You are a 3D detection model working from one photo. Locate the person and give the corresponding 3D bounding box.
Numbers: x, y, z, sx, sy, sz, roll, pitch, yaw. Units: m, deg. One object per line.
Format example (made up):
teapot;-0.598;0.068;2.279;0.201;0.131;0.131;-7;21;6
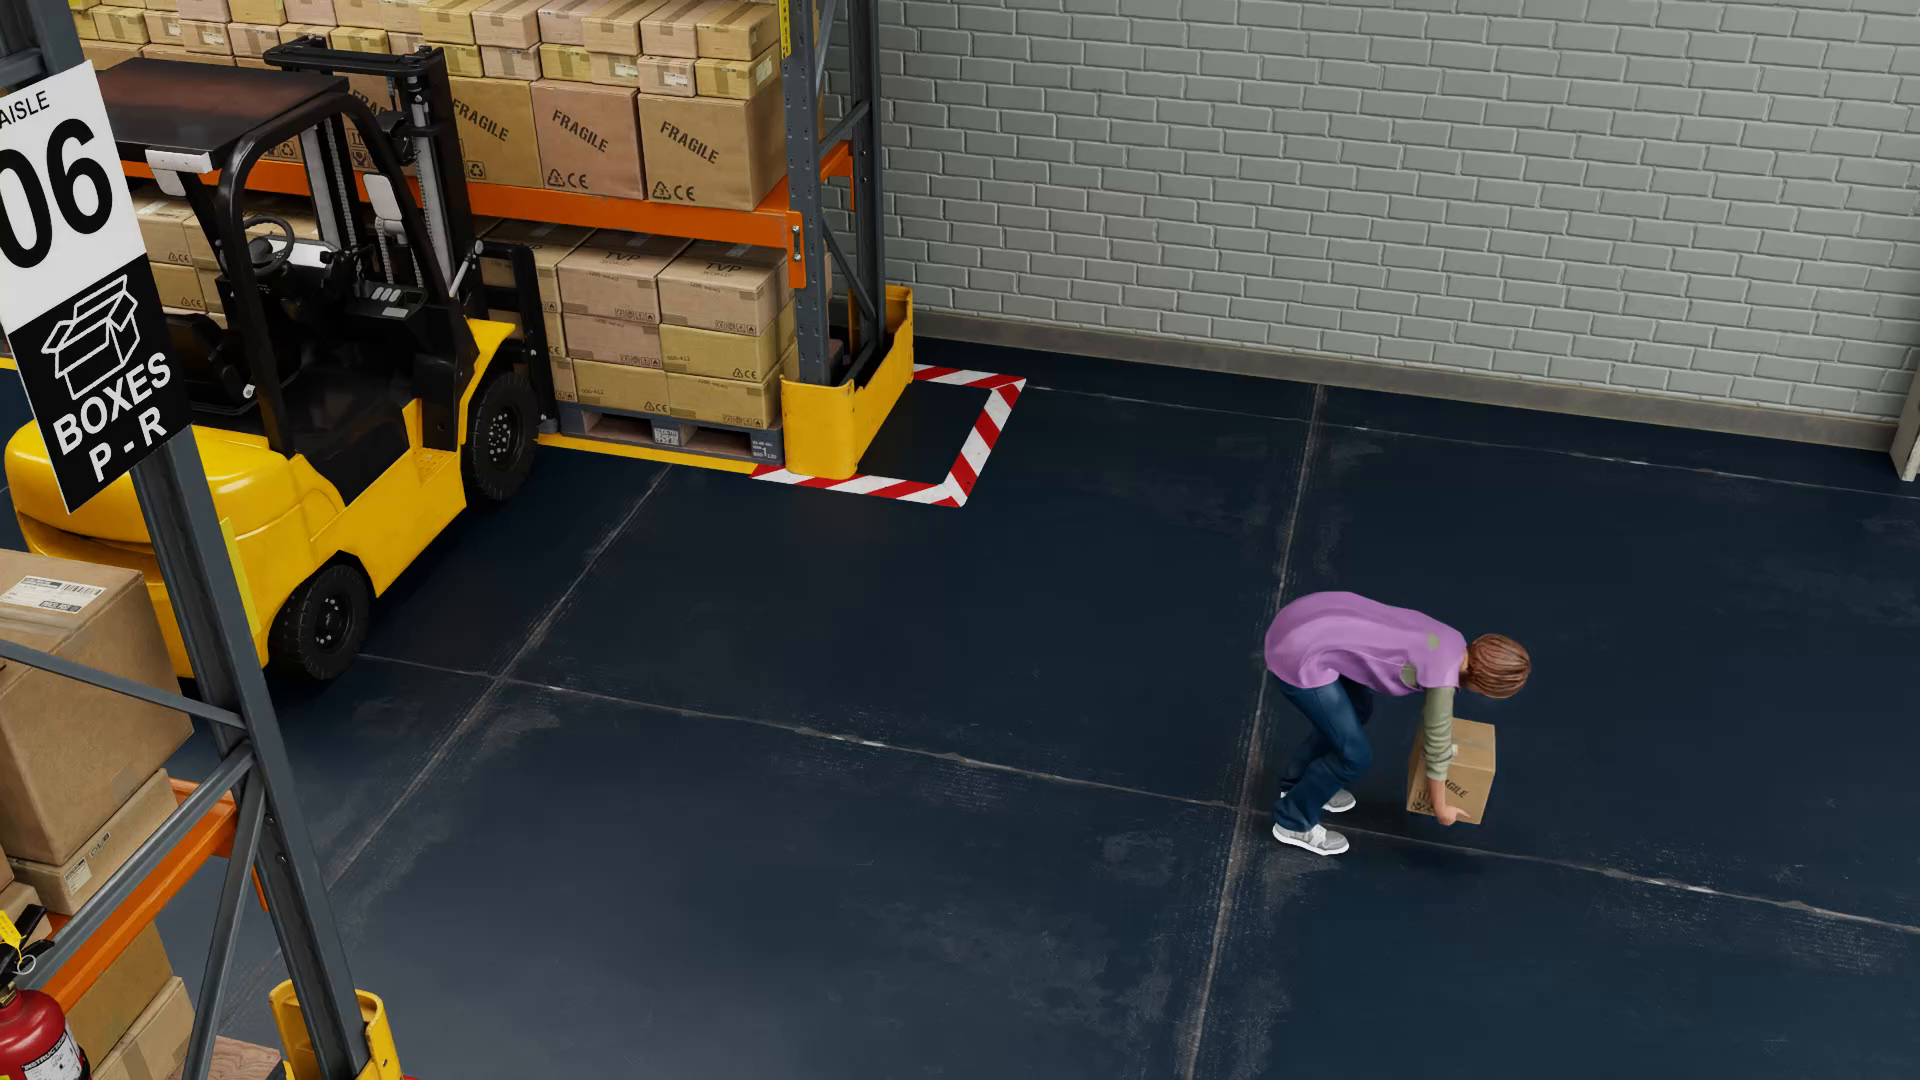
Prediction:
person;1.460;0.642;5.733;0.871;0.980;0.403;7;34;10
